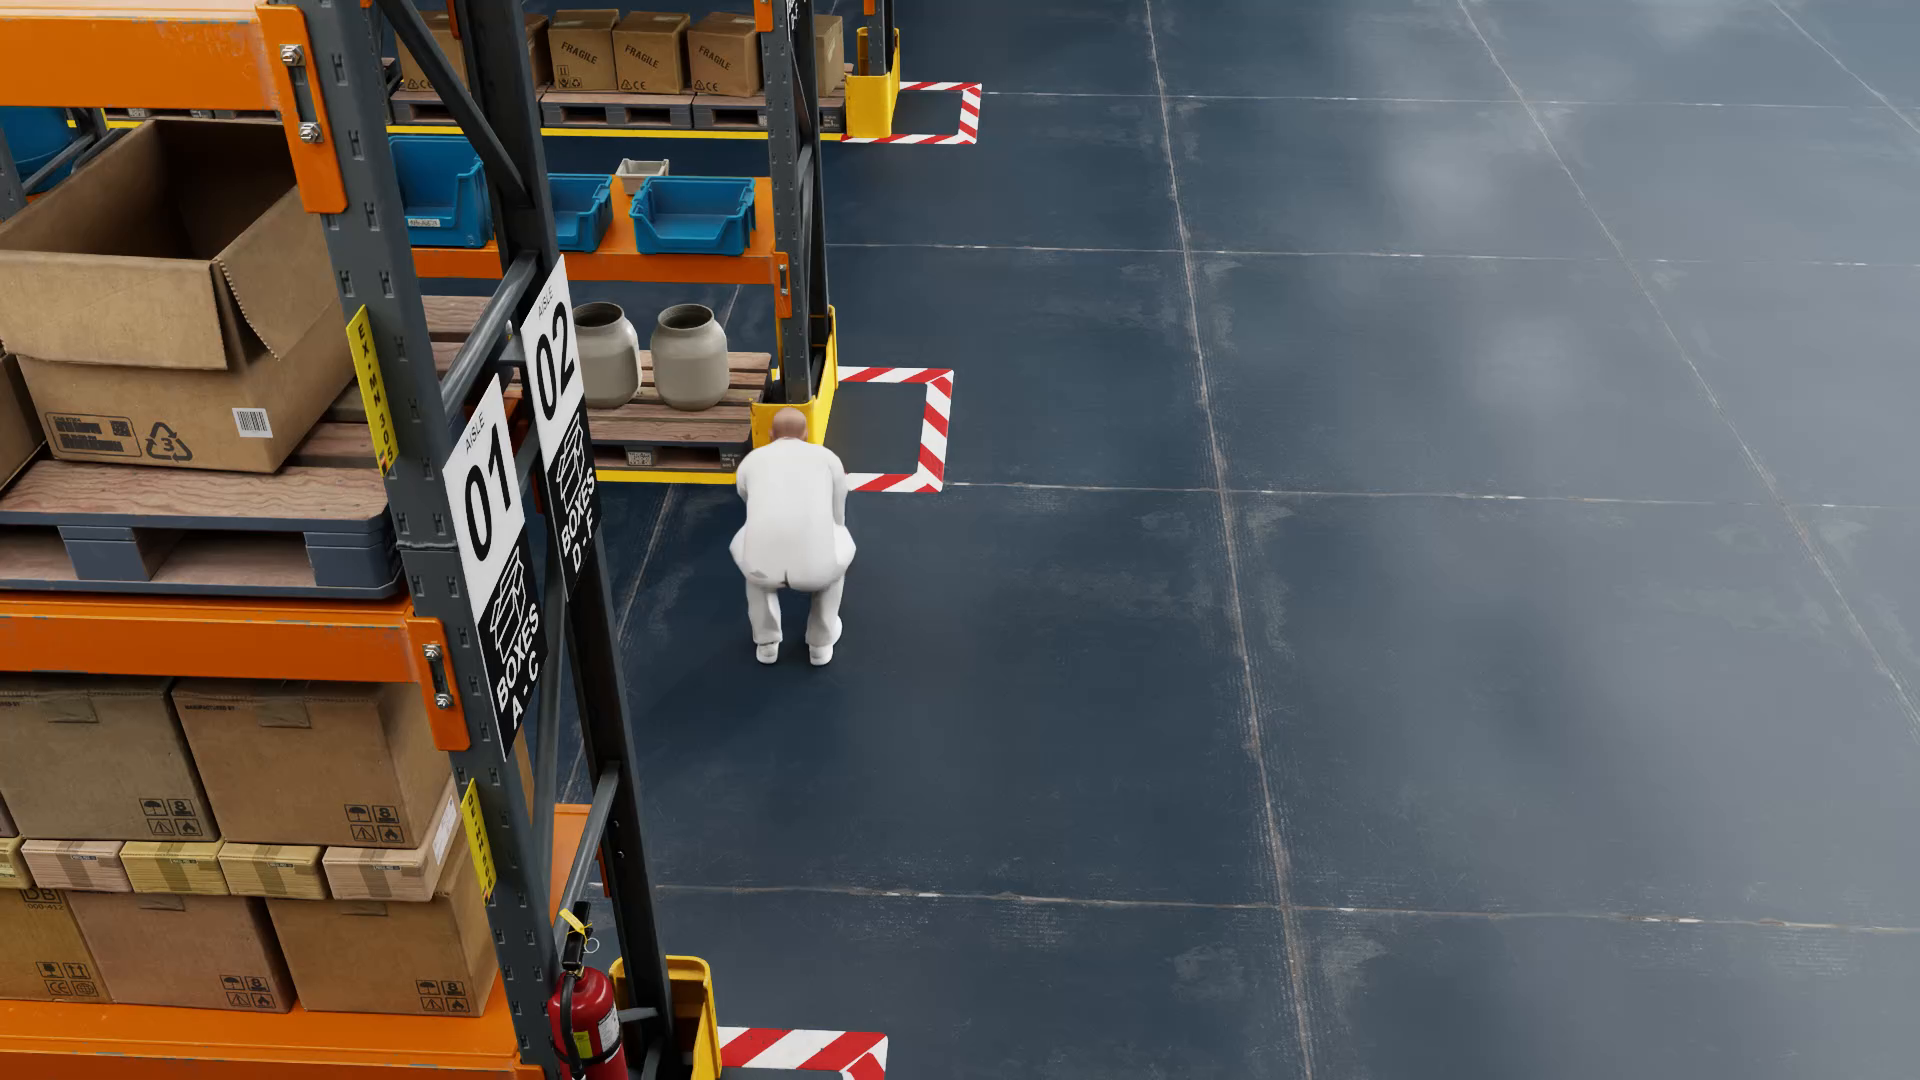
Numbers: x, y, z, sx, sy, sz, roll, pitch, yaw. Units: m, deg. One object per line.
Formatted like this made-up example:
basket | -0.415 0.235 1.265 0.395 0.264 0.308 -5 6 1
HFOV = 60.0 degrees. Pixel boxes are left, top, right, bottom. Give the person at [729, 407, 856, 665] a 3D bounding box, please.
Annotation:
person | -0.776 -0.004 7.811 0.589 1.003 0.942 0 35 0
